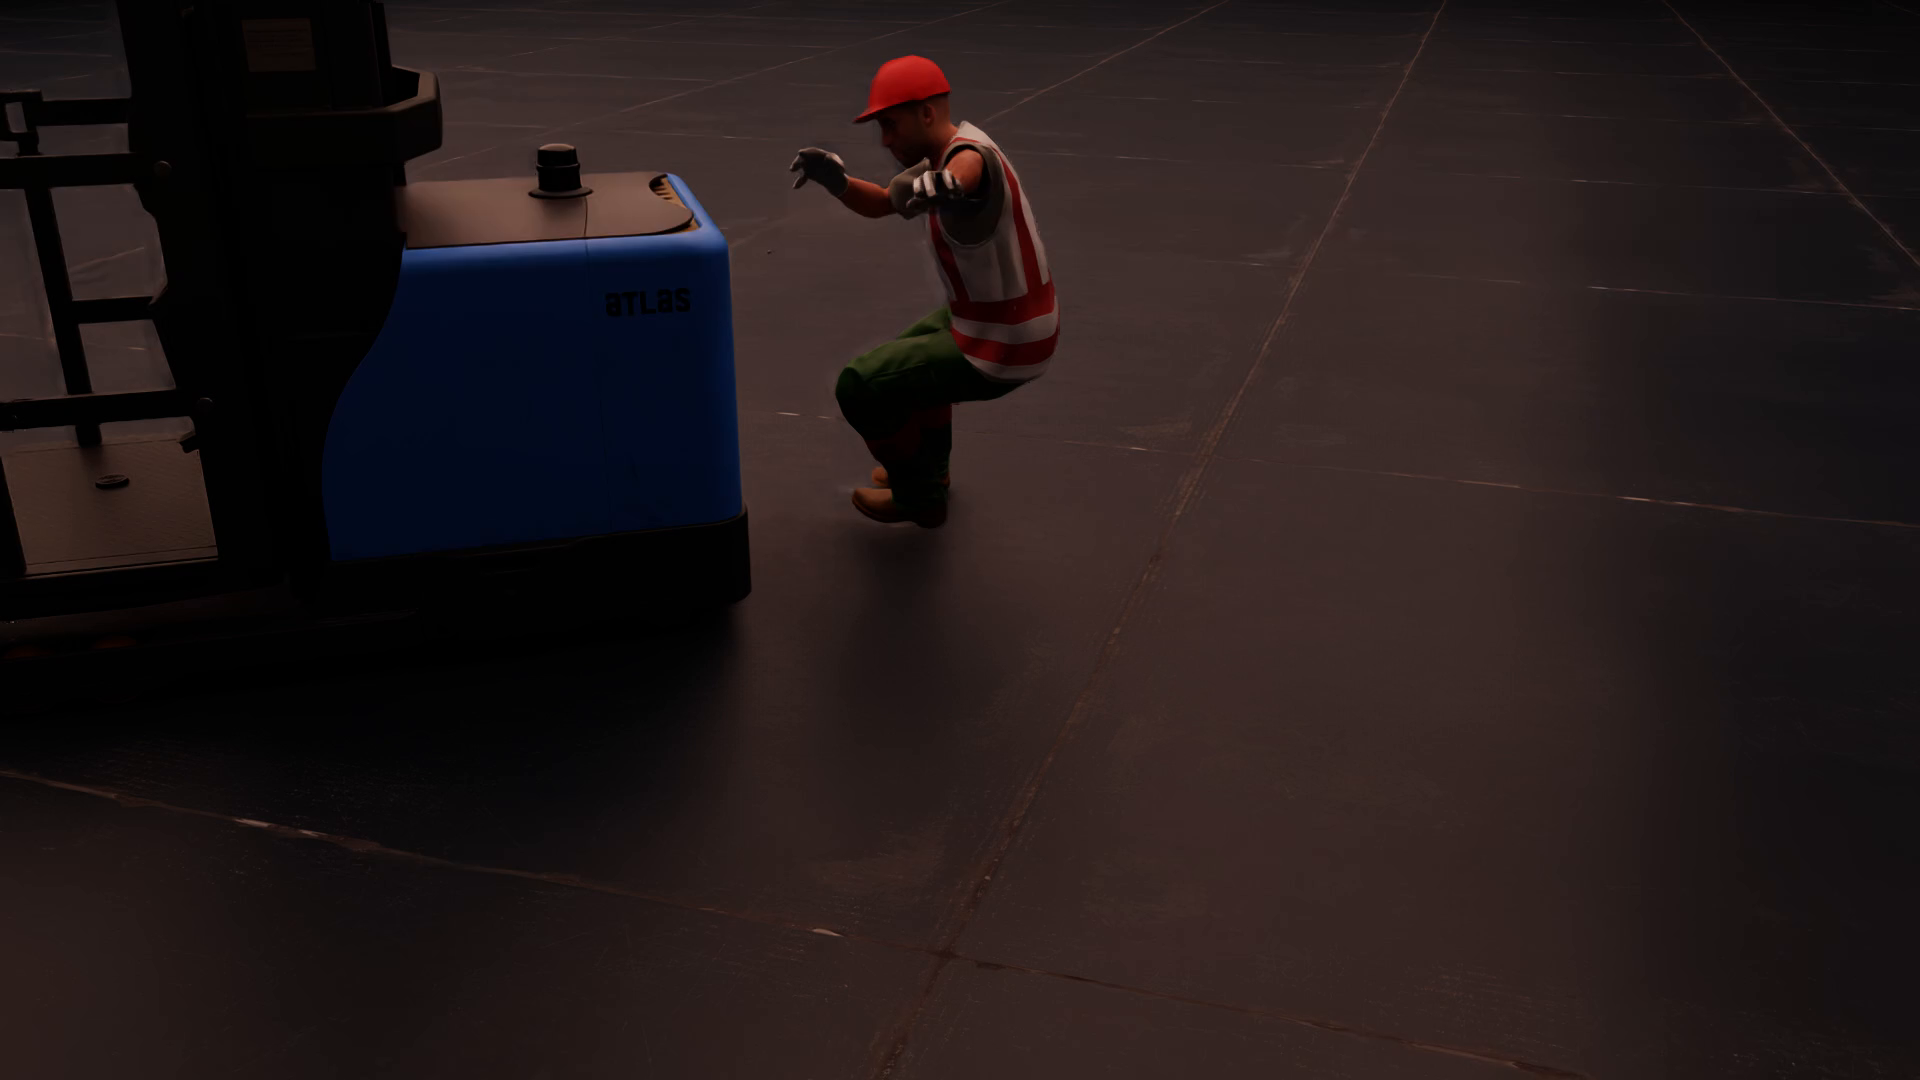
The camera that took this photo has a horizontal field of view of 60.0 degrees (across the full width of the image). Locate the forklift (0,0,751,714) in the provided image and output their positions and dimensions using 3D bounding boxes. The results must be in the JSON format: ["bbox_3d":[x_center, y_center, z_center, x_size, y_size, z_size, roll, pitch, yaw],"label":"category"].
[{"bbox_3d":[-2.152,-1.152,4.069,3.031,2.935,1.130,-6,23,-15],"label":"forklift"}]

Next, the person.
[{"bbox_3d":[-0.109,-0.590,4.670,0.756,1.455,1.489,3,23,6],"label":"person"}]
